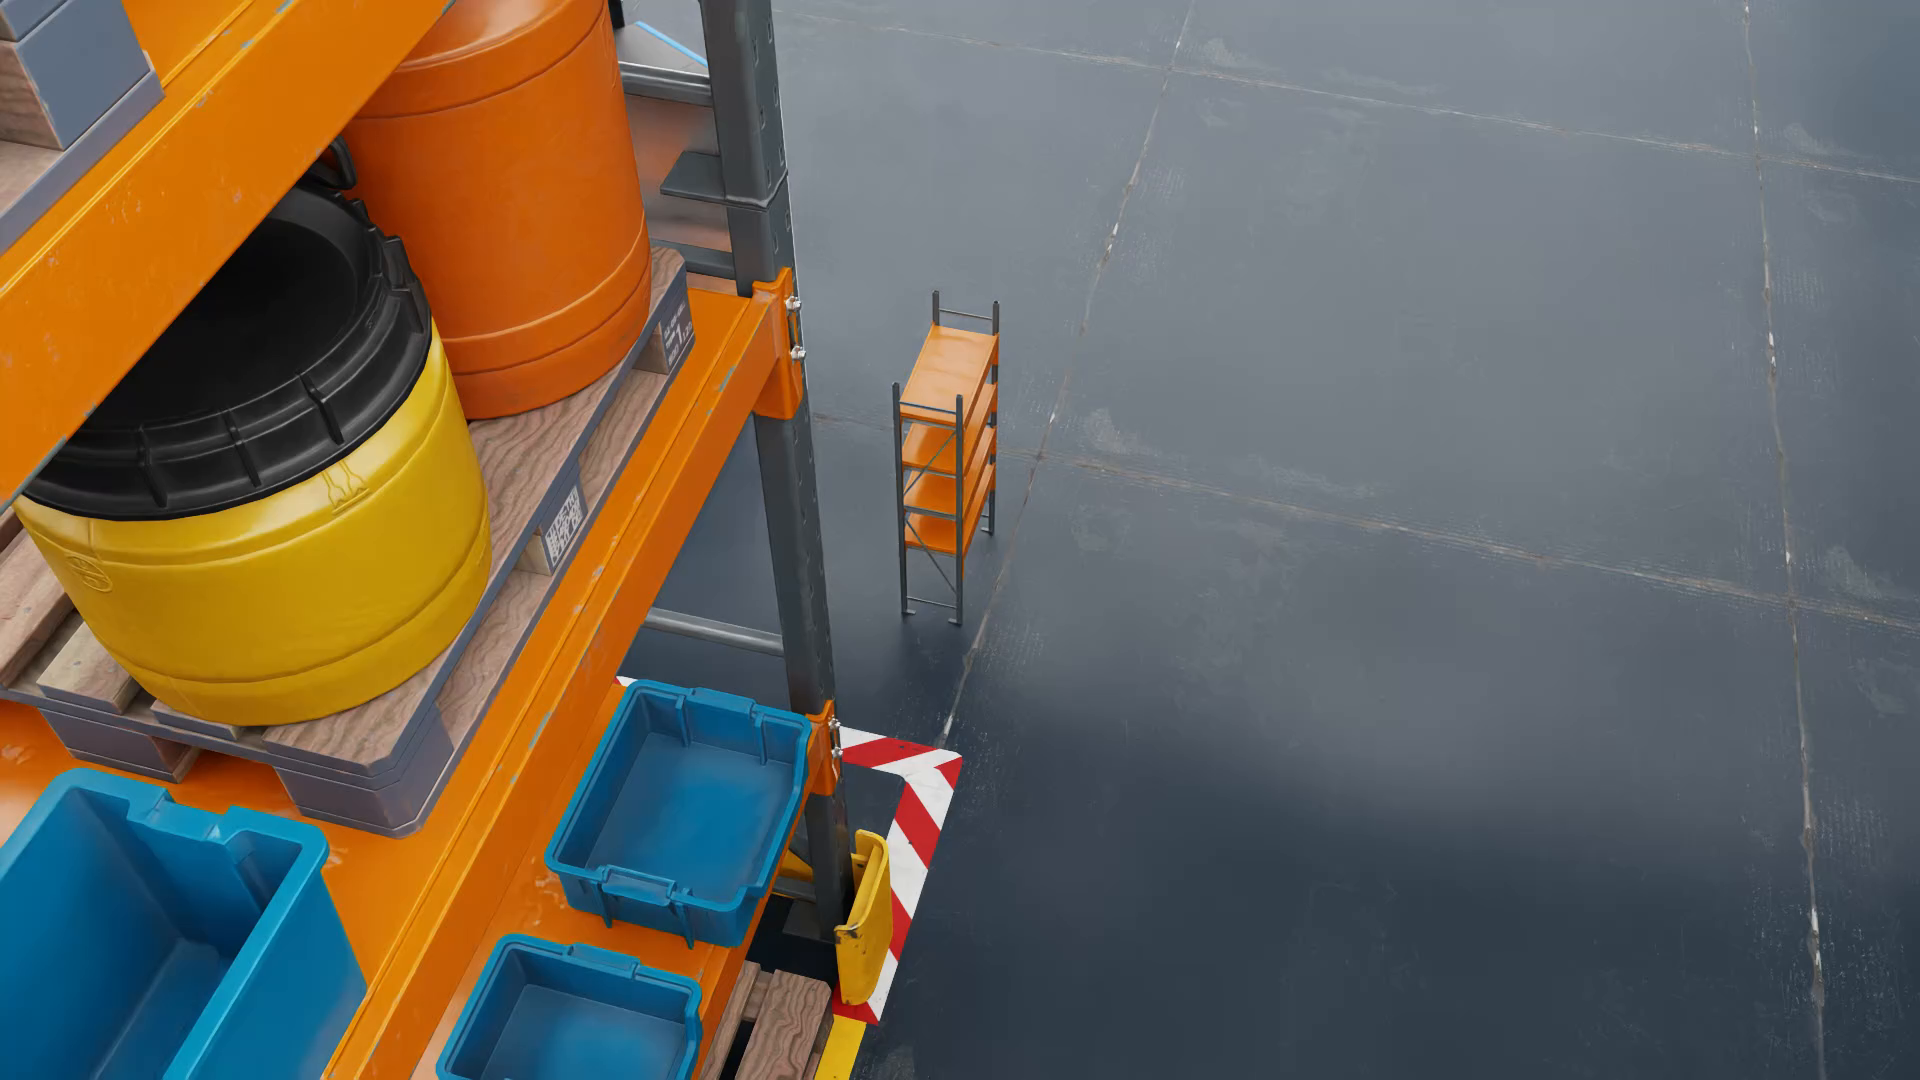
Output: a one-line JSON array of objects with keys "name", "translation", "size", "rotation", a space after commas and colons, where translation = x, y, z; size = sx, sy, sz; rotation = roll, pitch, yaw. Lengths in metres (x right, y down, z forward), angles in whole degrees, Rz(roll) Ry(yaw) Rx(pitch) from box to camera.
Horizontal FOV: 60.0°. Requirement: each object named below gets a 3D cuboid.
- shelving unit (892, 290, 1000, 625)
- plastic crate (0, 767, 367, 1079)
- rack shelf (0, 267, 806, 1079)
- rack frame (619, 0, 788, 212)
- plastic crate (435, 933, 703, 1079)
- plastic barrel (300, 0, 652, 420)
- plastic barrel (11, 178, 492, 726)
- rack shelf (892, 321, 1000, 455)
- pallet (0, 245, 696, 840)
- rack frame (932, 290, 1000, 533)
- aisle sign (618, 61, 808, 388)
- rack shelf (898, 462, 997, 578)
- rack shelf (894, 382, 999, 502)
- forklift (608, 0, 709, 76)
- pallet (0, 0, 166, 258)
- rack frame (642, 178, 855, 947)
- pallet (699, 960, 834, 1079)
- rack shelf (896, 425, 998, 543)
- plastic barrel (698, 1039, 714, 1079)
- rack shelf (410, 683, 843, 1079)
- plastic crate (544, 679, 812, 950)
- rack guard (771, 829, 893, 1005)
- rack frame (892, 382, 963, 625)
[{"name": "shelving unit", "translation": [-0.044, -0.277, 6.113], "size": [0.258, 1.200, 0.503], "rotation": [12, 50, 10]}, {"name": "plastic crate", "translation": [-1.052, 0.663, 2.093], "size": [0.392, 0.384, 0.575], "rotation": [12, 50, 10]}, {"name": "rack shelf", "translation": [-1.367, 0.904, 2.349], "size": [1.077, 0.370, 4.000], "rotation": [12, 50, 10]}, {"name": "rack frame", "translation": [-0.841, -1.773, 2.232], "size": [1.000, 3.000, 0.127], "rotation": [12, 50, 10]}, {"name": "plastic crate", "translation": [-0.860, 1.151, 3.752], "size": [0.499, 0.251, 0.408], "rotation": [12, 50, 10]}, {"name": "plastic barrel", "translation": [-0.846, -0.685, 2.706], "size": [0.600, 0.830, 0.708], "rotation": [12, 50, 10]}, {"name": "plastic barrel", "translation": [-1.018, -0.132, 2.379], "size": [0.600, 0.588, 0.600], "rotation": [0, 49, 0]}, {"name": "rack shelf", "translation": [-0.044, -0.537, 5.819], "size": [0.258, 0.148, 0.480], "rotation": [12, 50, 10]}, {"name": "pallet", "translation": [-1.153, -0.139, 2.916], "size": [1.003, 0.211, 1.213], "rotation": [12, 50, 10]}, {"name": "rack frame", "translation": [0.021, -0.454, 6.269], "size": [0.240, 1.200, 0.015], "rotation": [12, 50, 10]}, {"name": "aisle sign", "translation": [-0.535, -0.642, 3.501], "size": [0.394, 0.787, 0.004], "rotation": [12, 50, 10]}, {"name": "rack shelf", "translation": [-0.044, -0.101, 6.313], "size": [0.258, 0.148, 0.480], "rotation": [12, 50, 10]}, {"name": "rack shelf", "translation": [-0.044, -0.381, 5.996], "size": [0.258, 0.148, 0.480], "rotation": [12, 50, 10]}, {"name": "forklift", "translation": [-2.243, -2.634, 7.039], "size": [3.031, 2.935, 1.130], "rotation": [36, 58, 27]}, {"name": "pallet", "translation": [-1.384, -0.172, 1.211], "size": [1.003, 0.211, 1.213], "rotation": [12, 50, 10]}, {"name": "rack frame", "translation": [-0.841, 0.212, 4.481], "size": [1.000, 3.000, 0.127], "rotation": [12, 50, 10]}, {"name": "pallet", "translation": [-1.034, 1.786, 4.952], "size": [1.003, 0.211, 1.213], "rotation": [12, 50, 10]}, {"name": "rack shelf", "translation": [-0.044, -0.233, 6.164], "size": [0.258, 0.148, 0.480], "rotation": [12, 50, 10]}, {"name": "plastic barrel", "translation": [-0.940, 1.387, 4.823], "size": [0.421, 0.512, 0.421], "rotation": [0, 49, 0]}, {"name": "rack shelf", "translation": [-1.367, 1.897, 3.474], "size": [1.077, 0.370, 4.000], "rotation": [12, 50, 10]}, {"name": "plastic crate", "translation": [-0.684, 0.682, 4.165], "size": [0.499, 0.251, 0.616], "rotation": [12, 50, 10]}, {"name": "rack guard", "translation": [-0.815, 1.103, 5.362], "size": [1.175, 0.500, 0.348], "rotation": [12, 50, 10]}, {"name": "rack frame", "translation": [-0.108, -0.101, 5.958], "size": [0.240, 1.200, 0.015], "rotation": [12, 50, 10]}]
